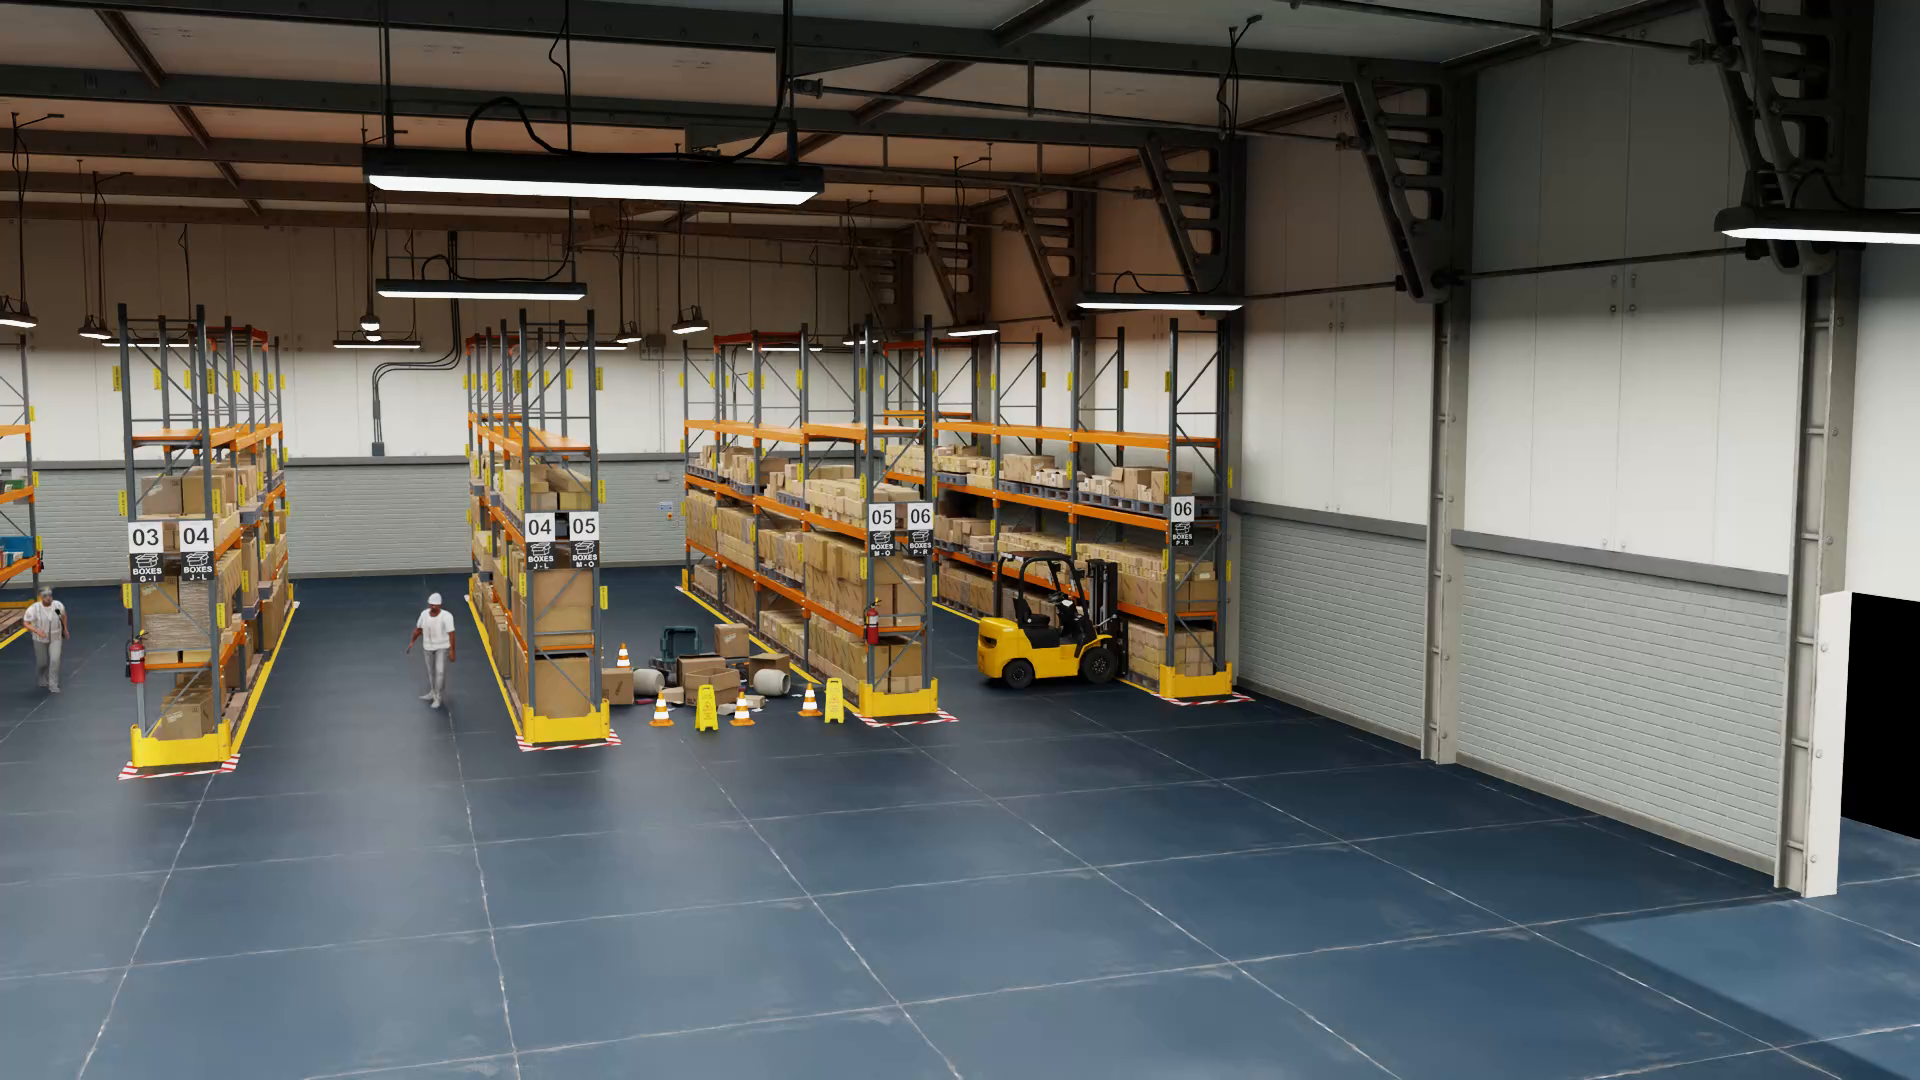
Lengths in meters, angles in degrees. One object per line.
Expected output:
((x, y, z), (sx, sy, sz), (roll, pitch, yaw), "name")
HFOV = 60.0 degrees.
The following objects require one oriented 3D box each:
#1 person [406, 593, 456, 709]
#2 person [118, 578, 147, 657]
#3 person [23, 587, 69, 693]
((-8.205, 1.688, 25.859), (0.773, 1.759, 0.766), (1, 6, 14), "person")
((-14.838, 1.289, 30.071), (0.697, 1.740, 0.941), (-4, 6, -33), "person")
((-14.837, 1.593, 26.991), (0.655, 1.730, 0.869), (-4, 7, -37), "person")
